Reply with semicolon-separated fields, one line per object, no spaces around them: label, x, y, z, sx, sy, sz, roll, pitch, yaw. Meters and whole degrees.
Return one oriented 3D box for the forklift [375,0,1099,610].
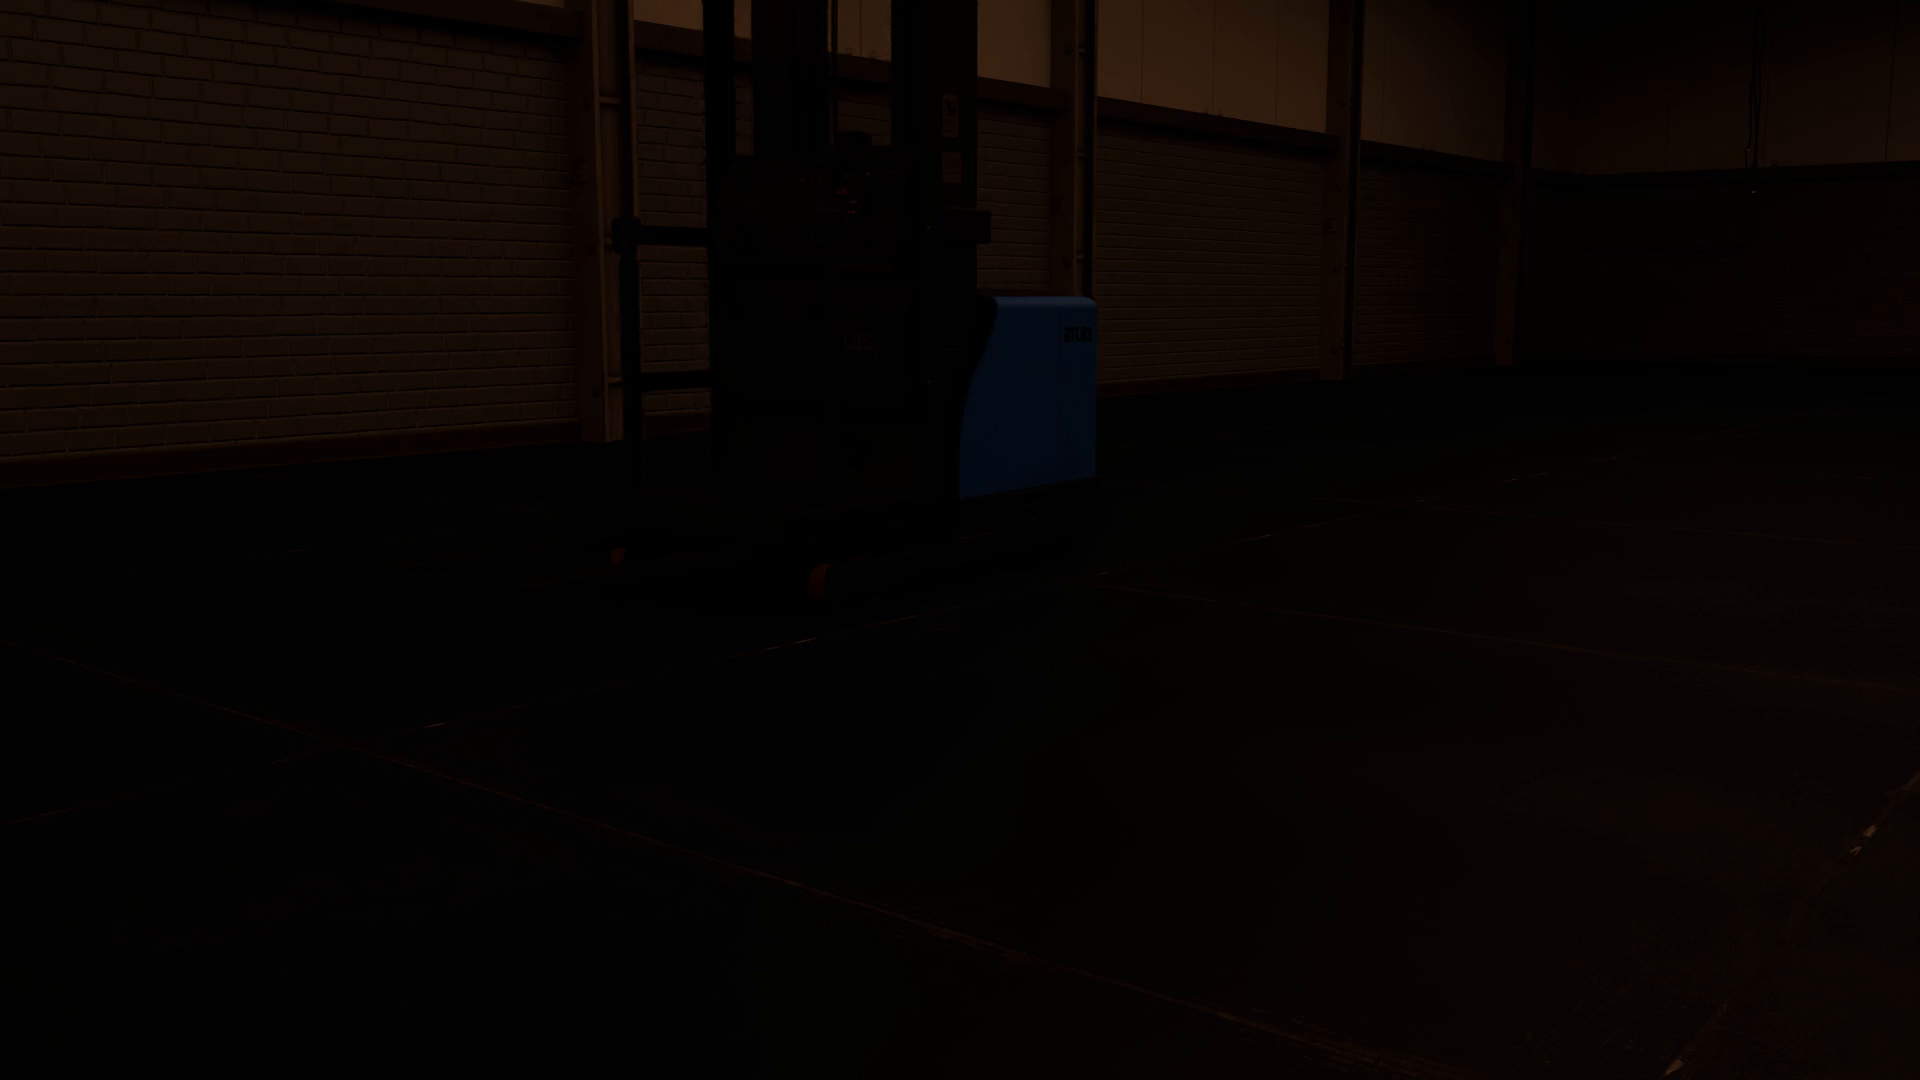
forklift;-0.683;-1.287;6.079;1.130;2.935;3.031;6;10;36
